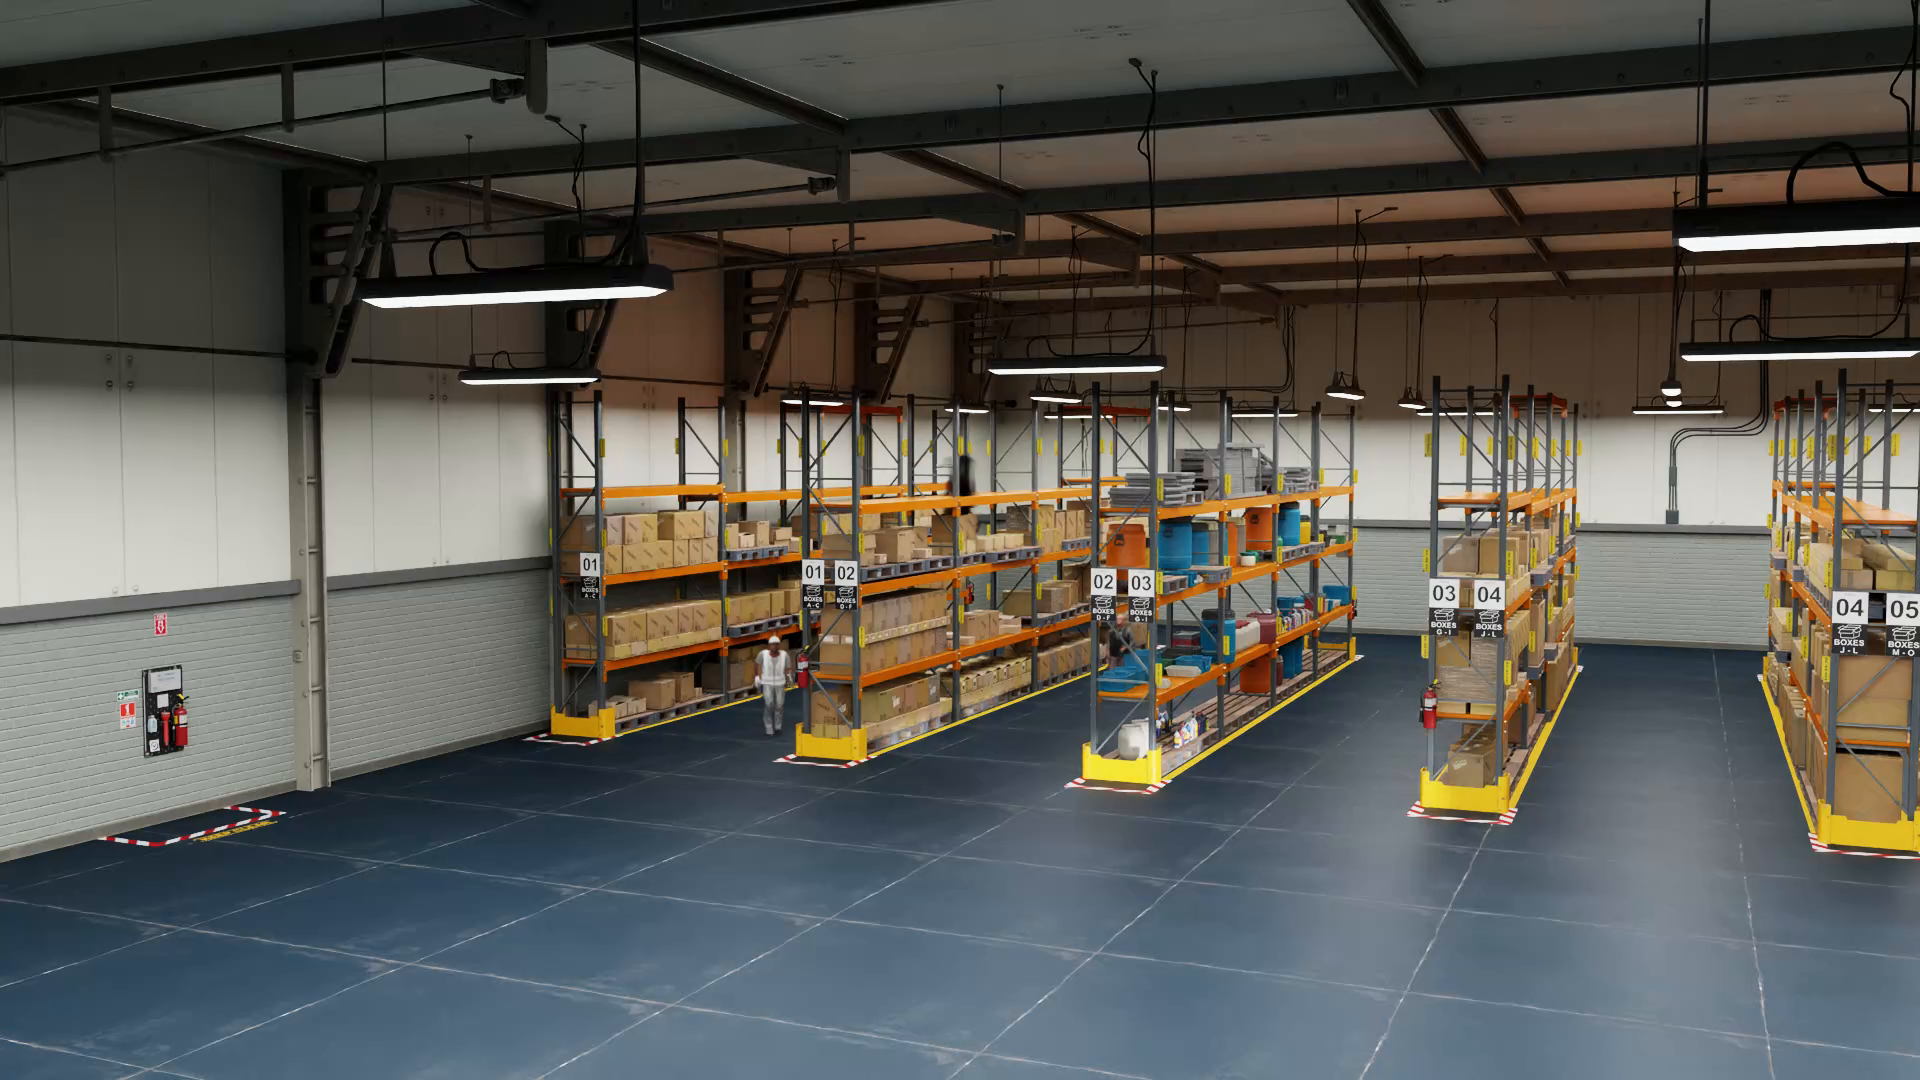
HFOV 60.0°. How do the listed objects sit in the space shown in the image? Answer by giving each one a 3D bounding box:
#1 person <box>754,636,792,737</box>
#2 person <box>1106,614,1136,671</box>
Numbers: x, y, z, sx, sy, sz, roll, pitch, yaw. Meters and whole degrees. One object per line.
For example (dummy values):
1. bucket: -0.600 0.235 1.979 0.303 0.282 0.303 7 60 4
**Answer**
1. person: -3.251 2.537 28.998 0.649 1.755 0.818 -1 3 -13
2. person: 3.168 2.330 33.014 0.655 1.708 0.671 1 3 18
